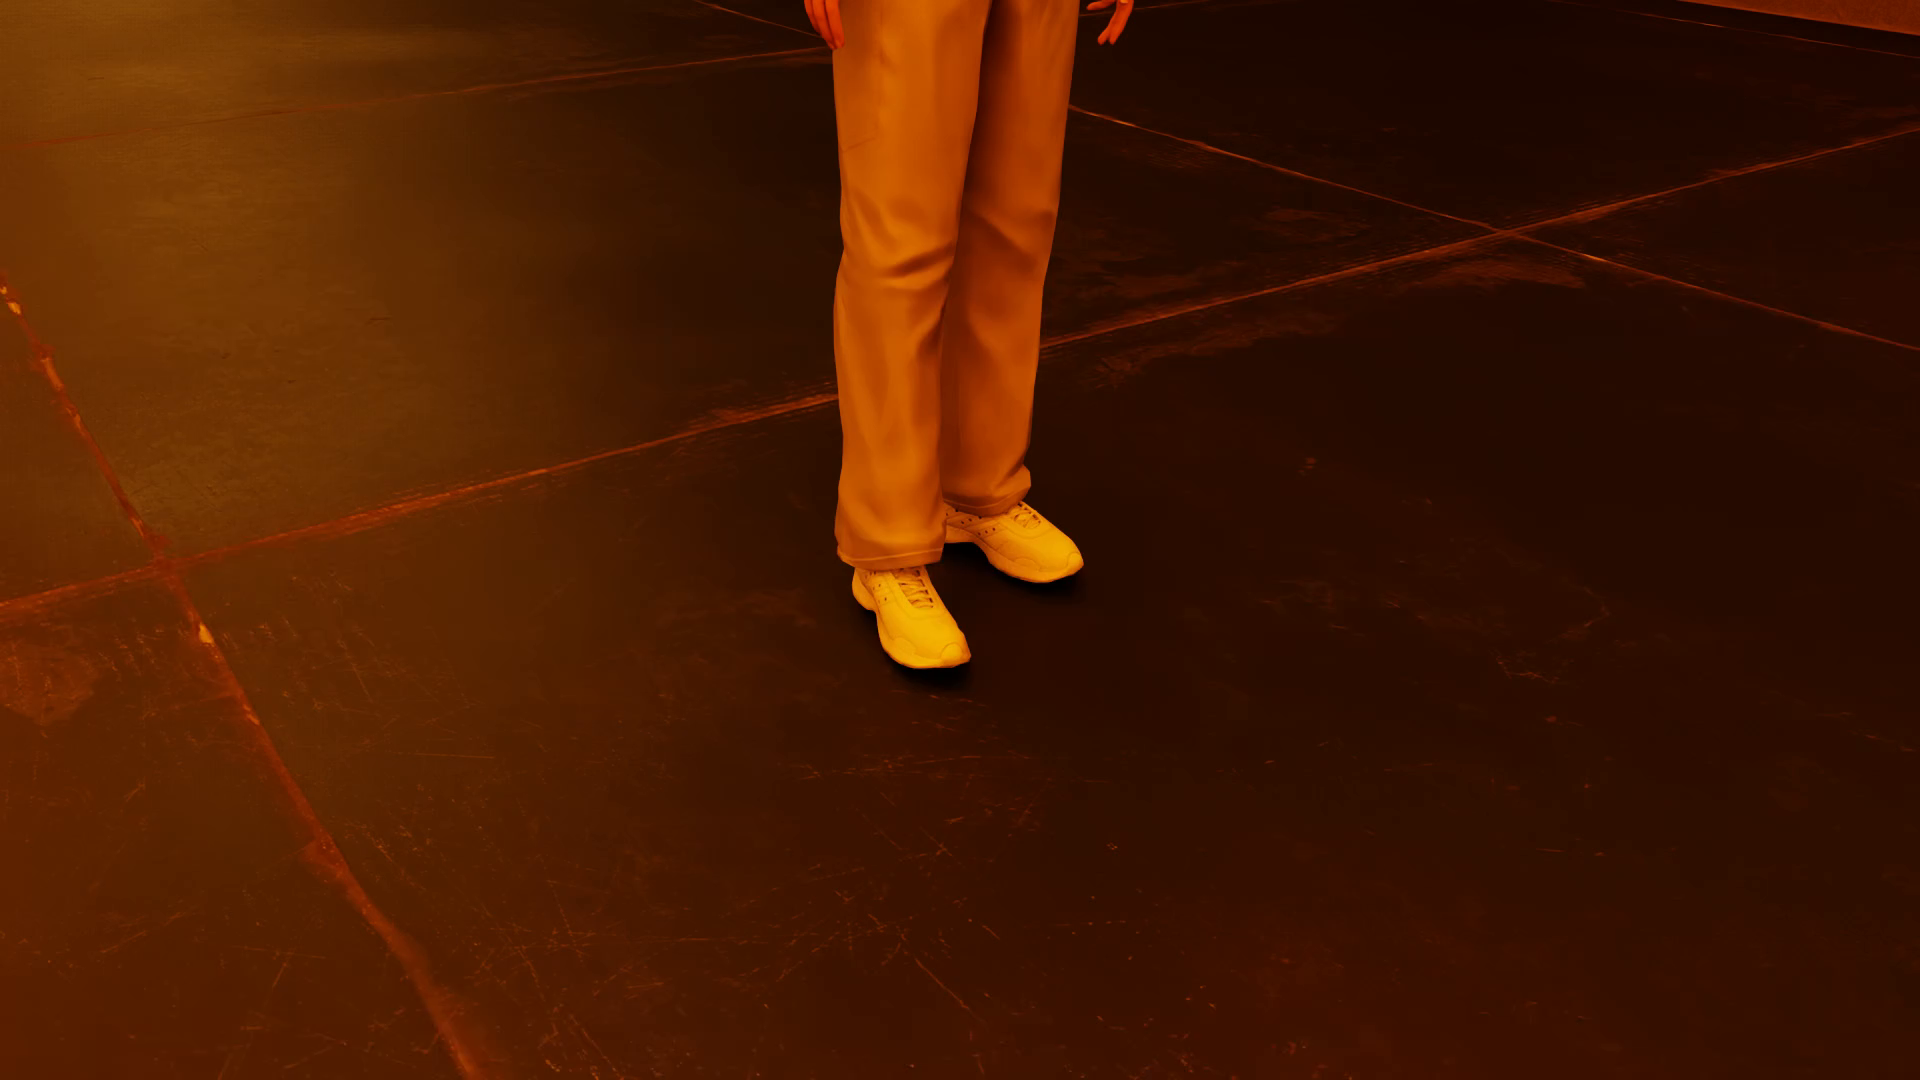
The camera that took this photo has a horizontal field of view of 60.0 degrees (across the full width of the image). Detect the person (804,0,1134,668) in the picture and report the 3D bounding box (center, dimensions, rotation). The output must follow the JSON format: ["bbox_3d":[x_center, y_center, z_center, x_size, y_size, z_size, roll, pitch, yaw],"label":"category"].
[{"bbox_3d":[0.031,-0.725,2.059,0.549,1.673,0.548,-17,31,-31],"label":"person"}]
